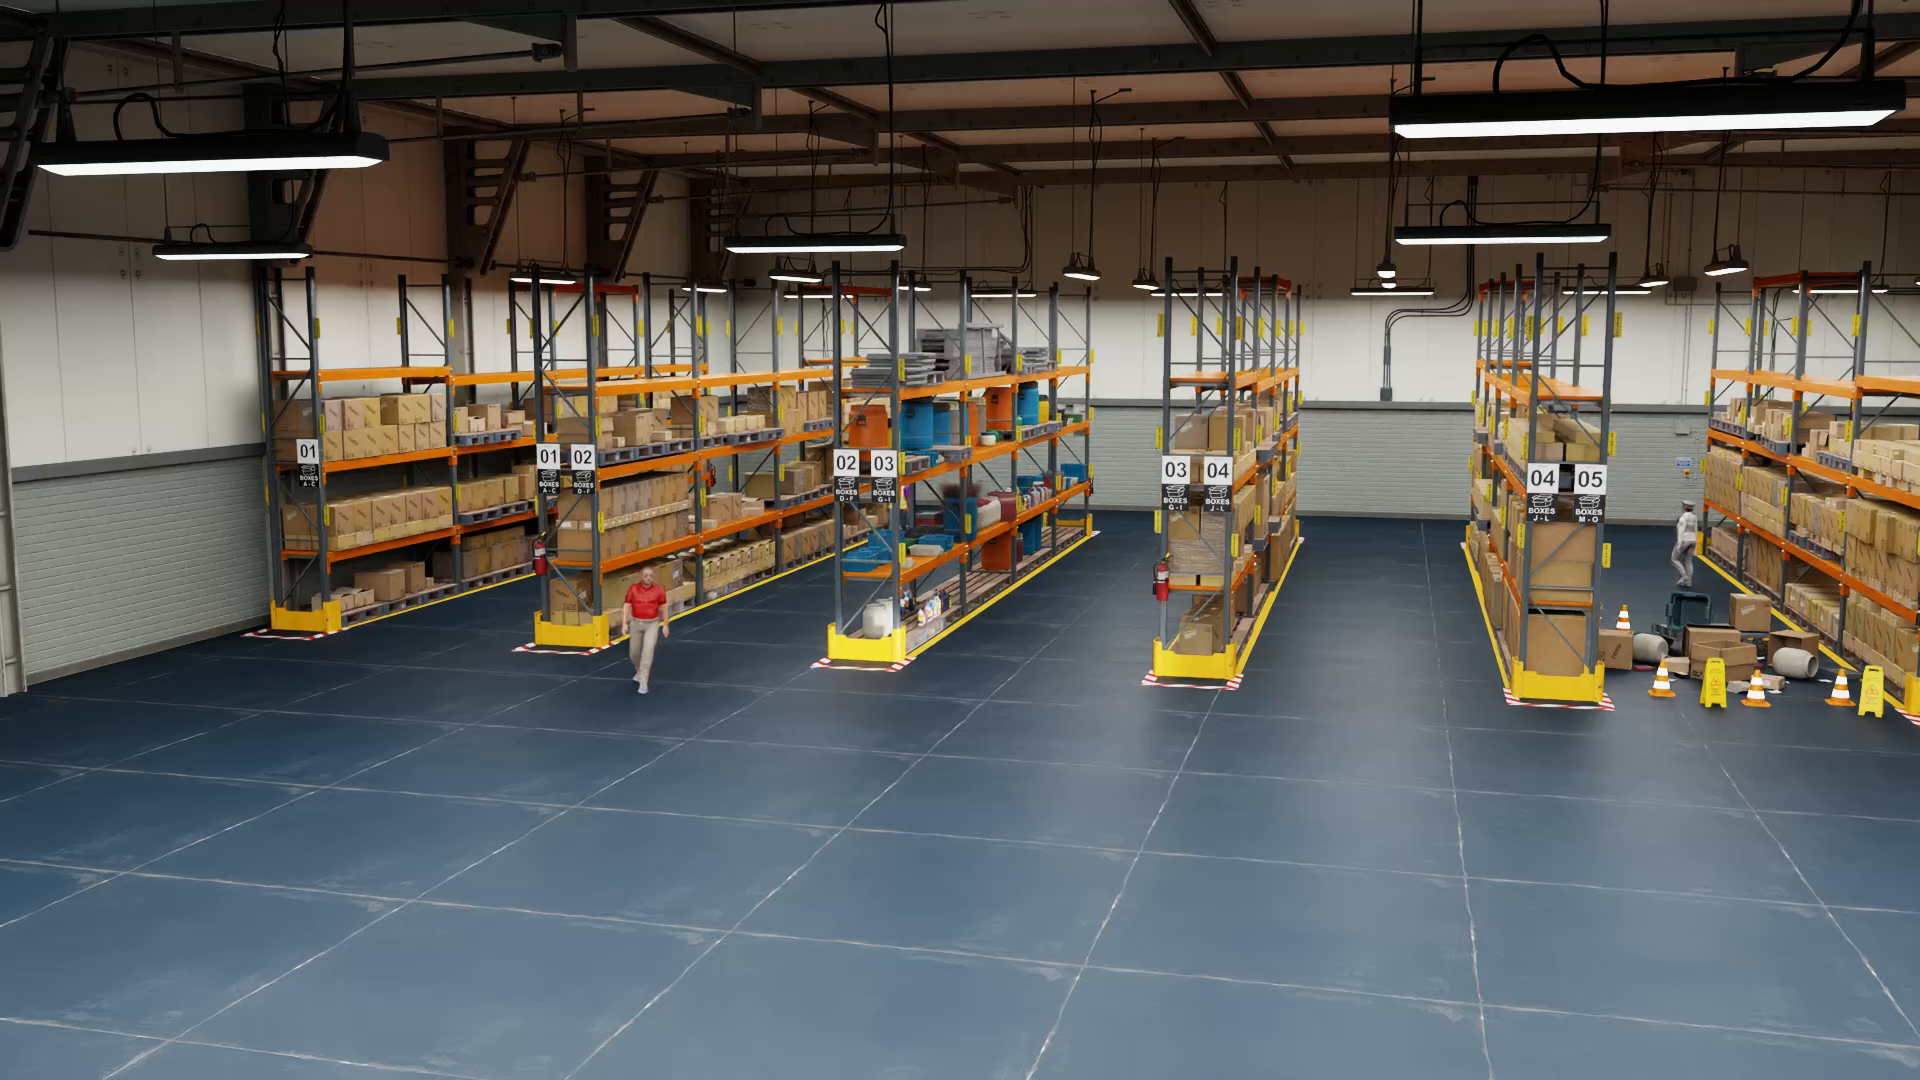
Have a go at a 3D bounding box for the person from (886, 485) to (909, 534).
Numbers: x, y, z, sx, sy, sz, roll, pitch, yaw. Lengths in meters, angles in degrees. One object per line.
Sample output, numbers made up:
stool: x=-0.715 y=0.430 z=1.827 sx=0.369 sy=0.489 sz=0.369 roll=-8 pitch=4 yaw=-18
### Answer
person: x=-1.452 y=-0.725 z=38.381 sx=0.631 sy=1.709 sz=1.081 roll=2 pitch=7 yaw=12

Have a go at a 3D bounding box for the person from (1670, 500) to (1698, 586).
person: x=14.158 y=0.073 z=32.375 sx=0.523 sy=1.670 sz=0.429 roll=-3 pitch=8 yaw=-25

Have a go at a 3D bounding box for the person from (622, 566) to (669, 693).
person: x=-4.404 y=1.222 z=23.284 sx=0.633 sy=1.704 sz=0.858 roll=-1 pitch=7 yaw=-7
